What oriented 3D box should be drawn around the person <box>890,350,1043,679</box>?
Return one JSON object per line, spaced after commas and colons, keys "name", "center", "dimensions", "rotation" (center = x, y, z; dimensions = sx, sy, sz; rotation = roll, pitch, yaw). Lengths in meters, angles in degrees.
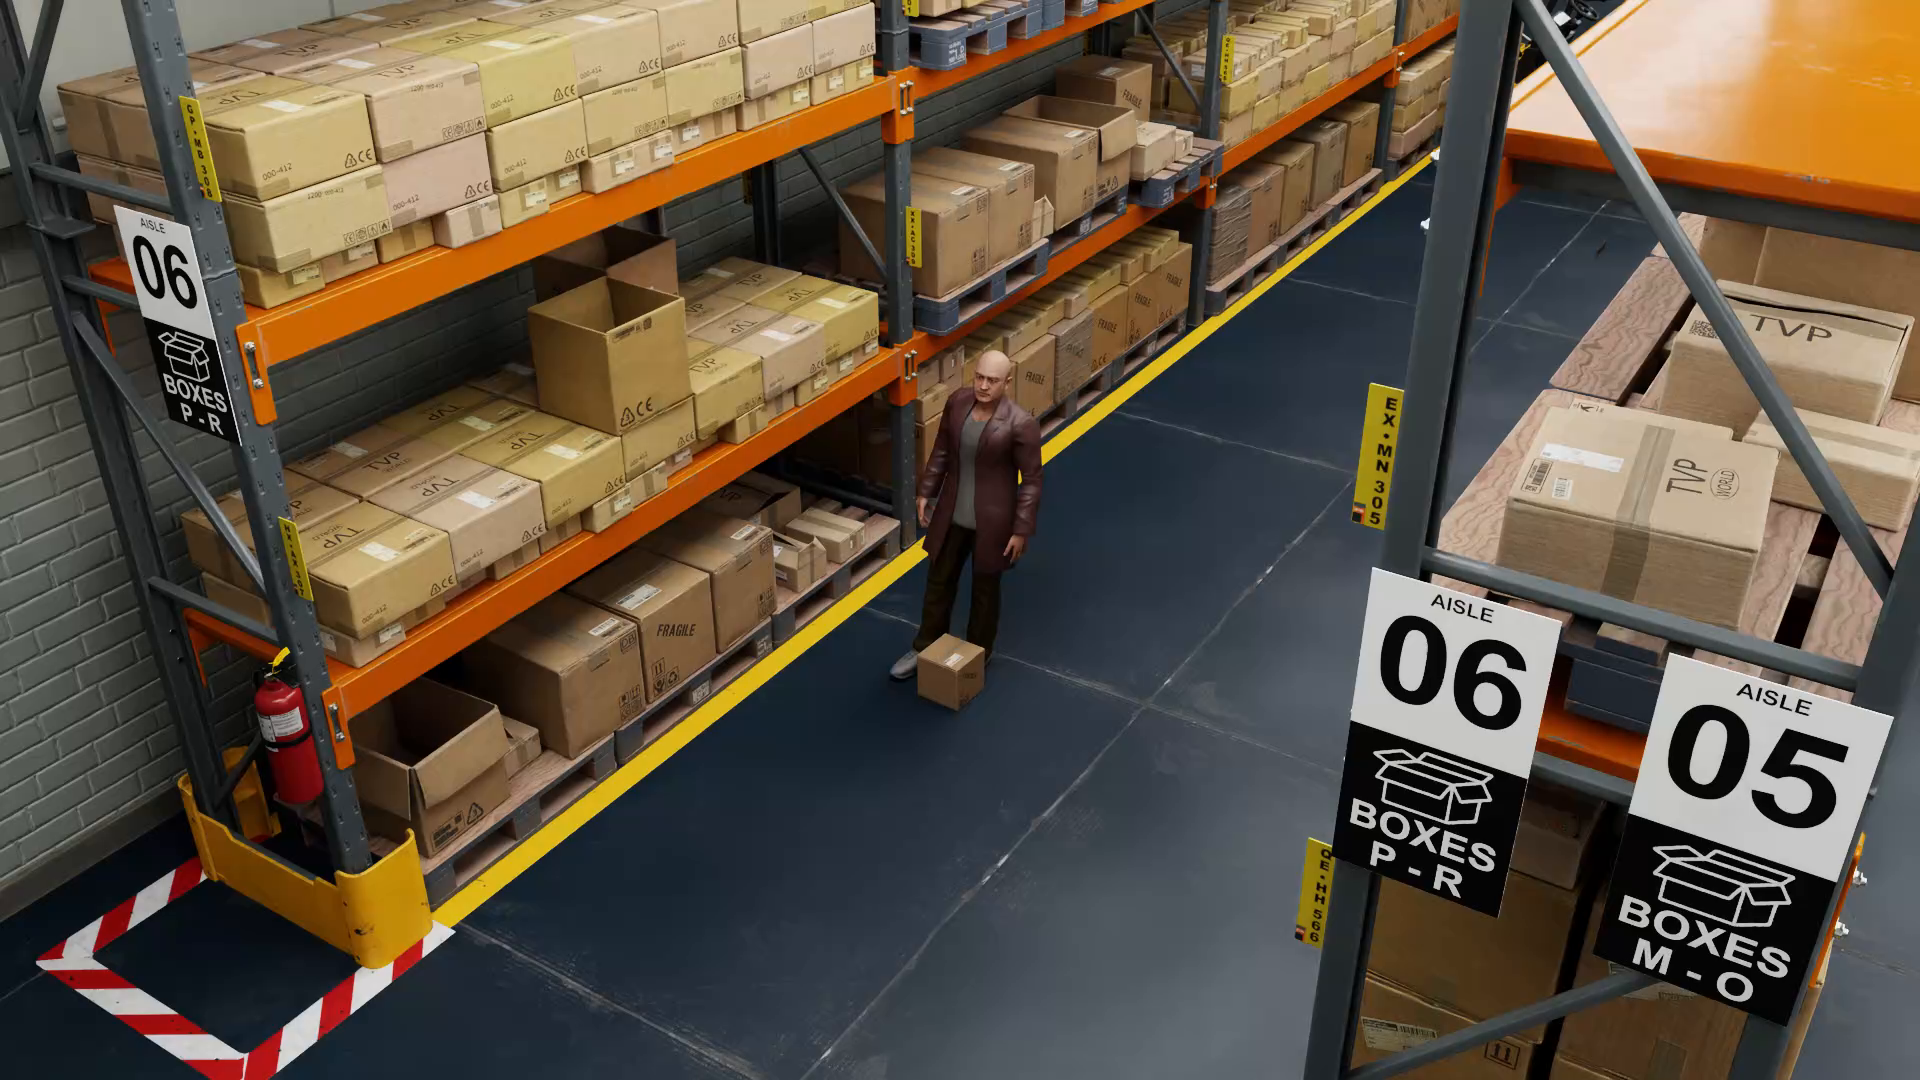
{"name": "person", "center": [0.037, -0.077, 8.323], "dimensions": [0.695, 1.776, 0.582], "rotation": [18, 35, 28]}
